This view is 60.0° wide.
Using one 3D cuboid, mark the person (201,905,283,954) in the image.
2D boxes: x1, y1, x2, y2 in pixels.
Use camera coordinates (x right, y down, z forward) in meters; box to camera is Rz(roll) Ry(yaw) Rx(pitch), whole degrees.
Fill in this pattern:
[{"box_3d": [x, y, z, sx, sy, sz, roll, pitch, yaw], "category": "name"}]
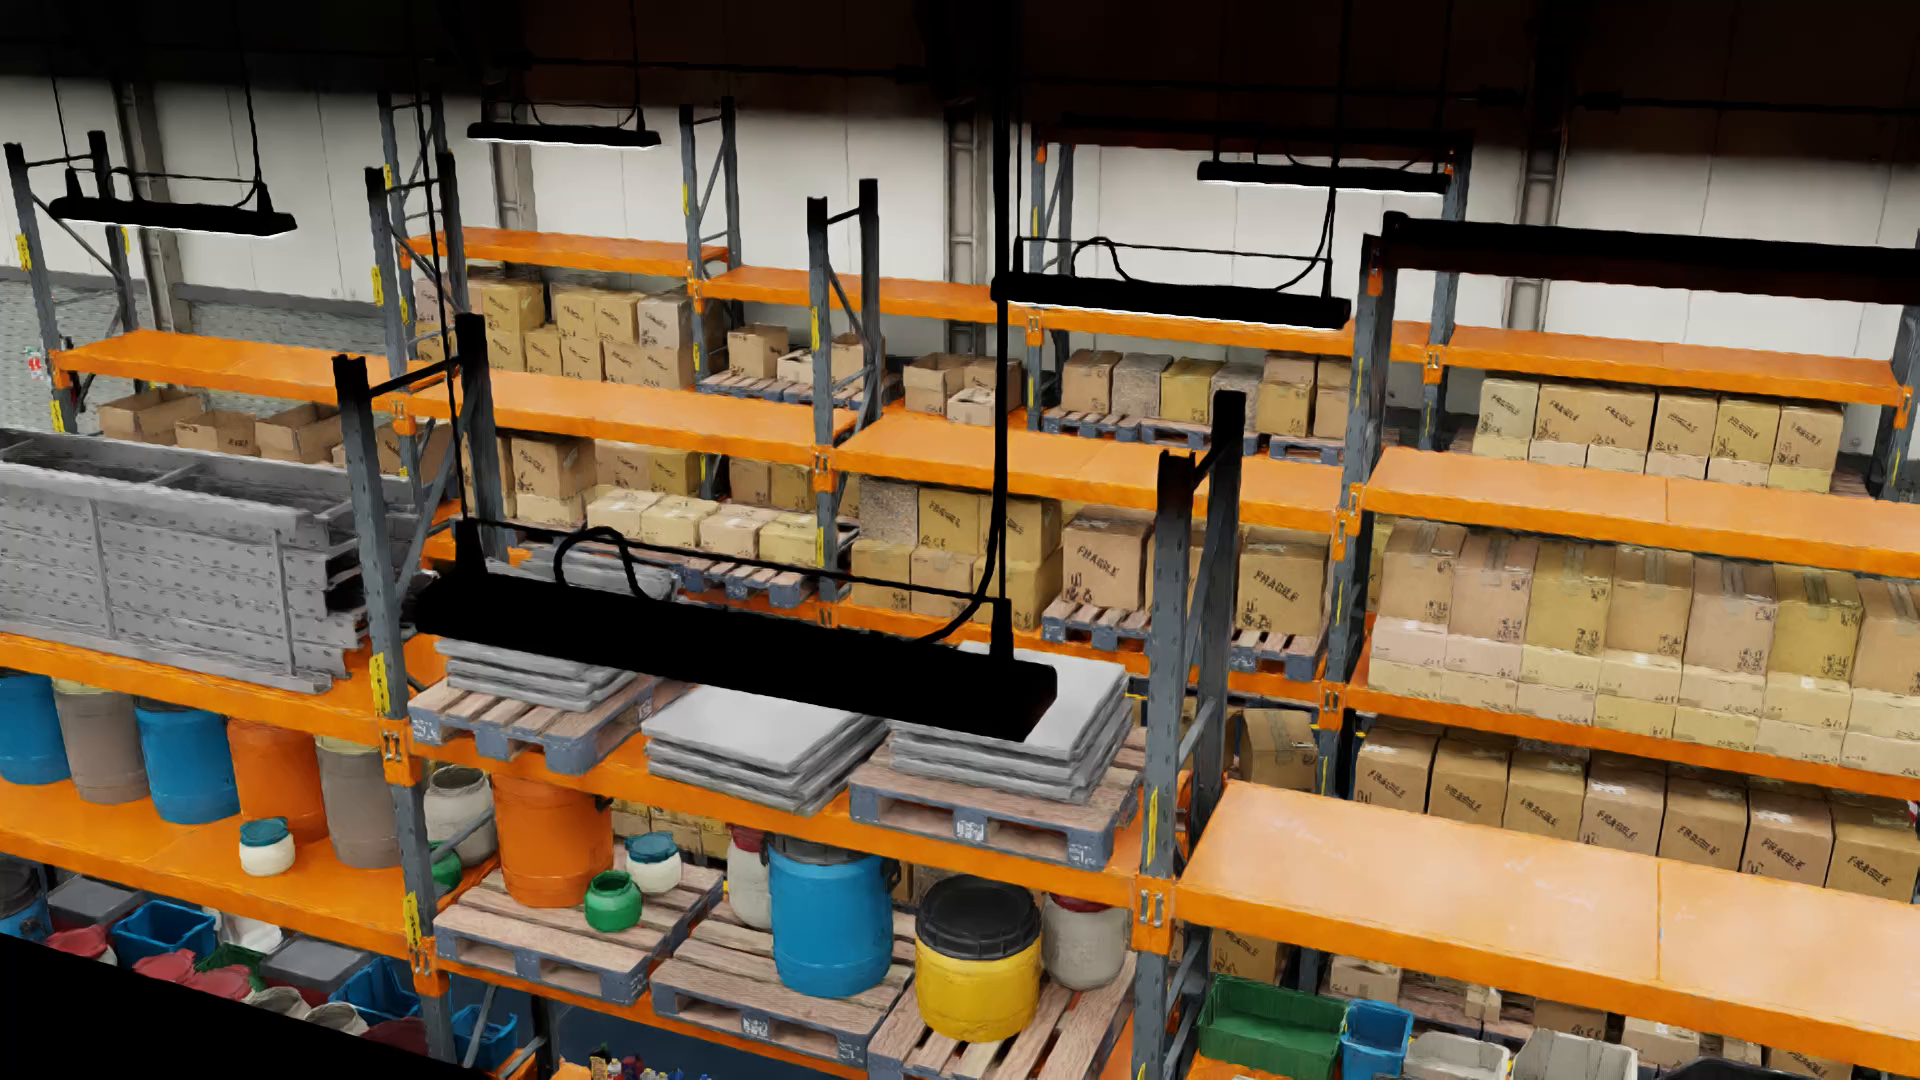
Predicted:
[{"box_3d": [-5.182, 2.989, 12.132, 0.939, 1.729, 0.574, 16, 26, 36], "category": "person"}]
